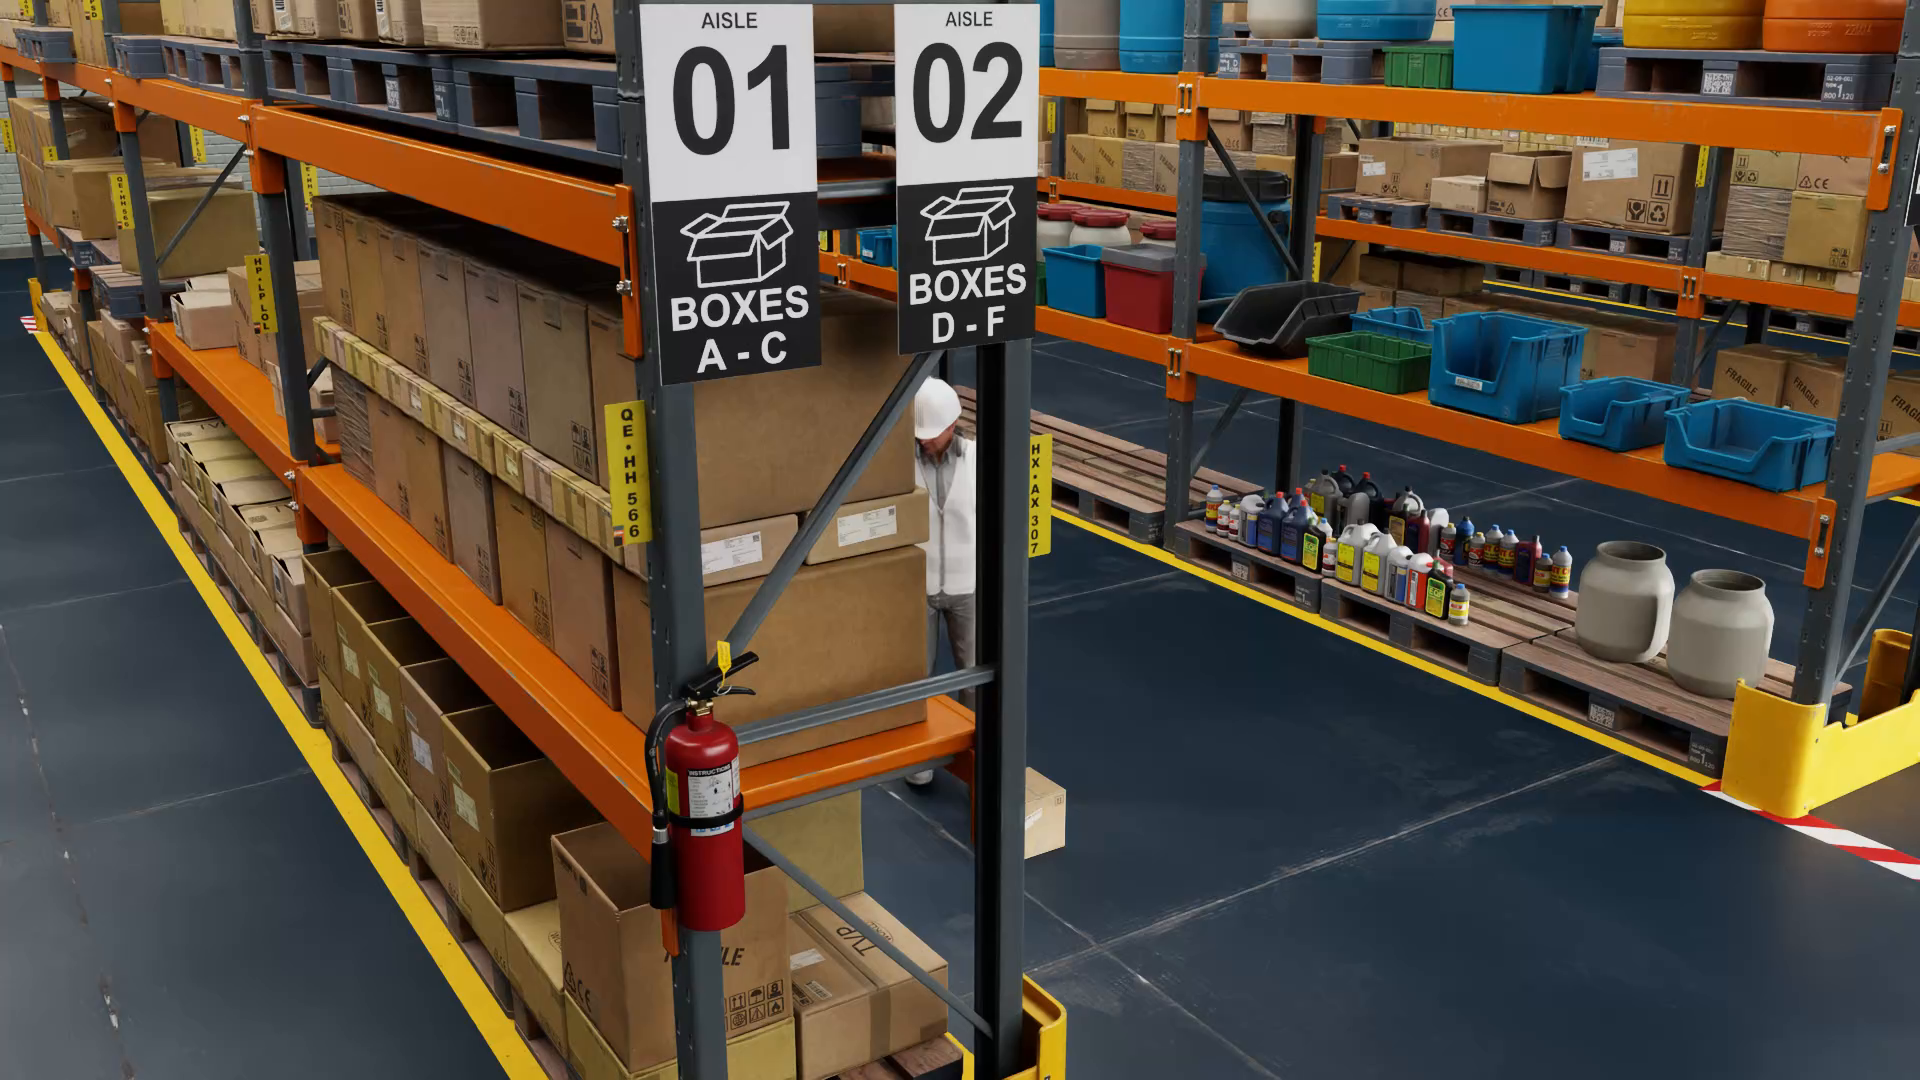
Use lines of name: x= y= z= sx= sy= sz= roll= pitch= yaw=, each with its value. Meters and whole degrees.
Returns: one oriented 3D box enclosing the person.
person: x=-0.049 y=0.225 z=6.778 sx=0.490 sy=1.765 sz=0.621 roll=-1 pitch=18 yaw=-4
